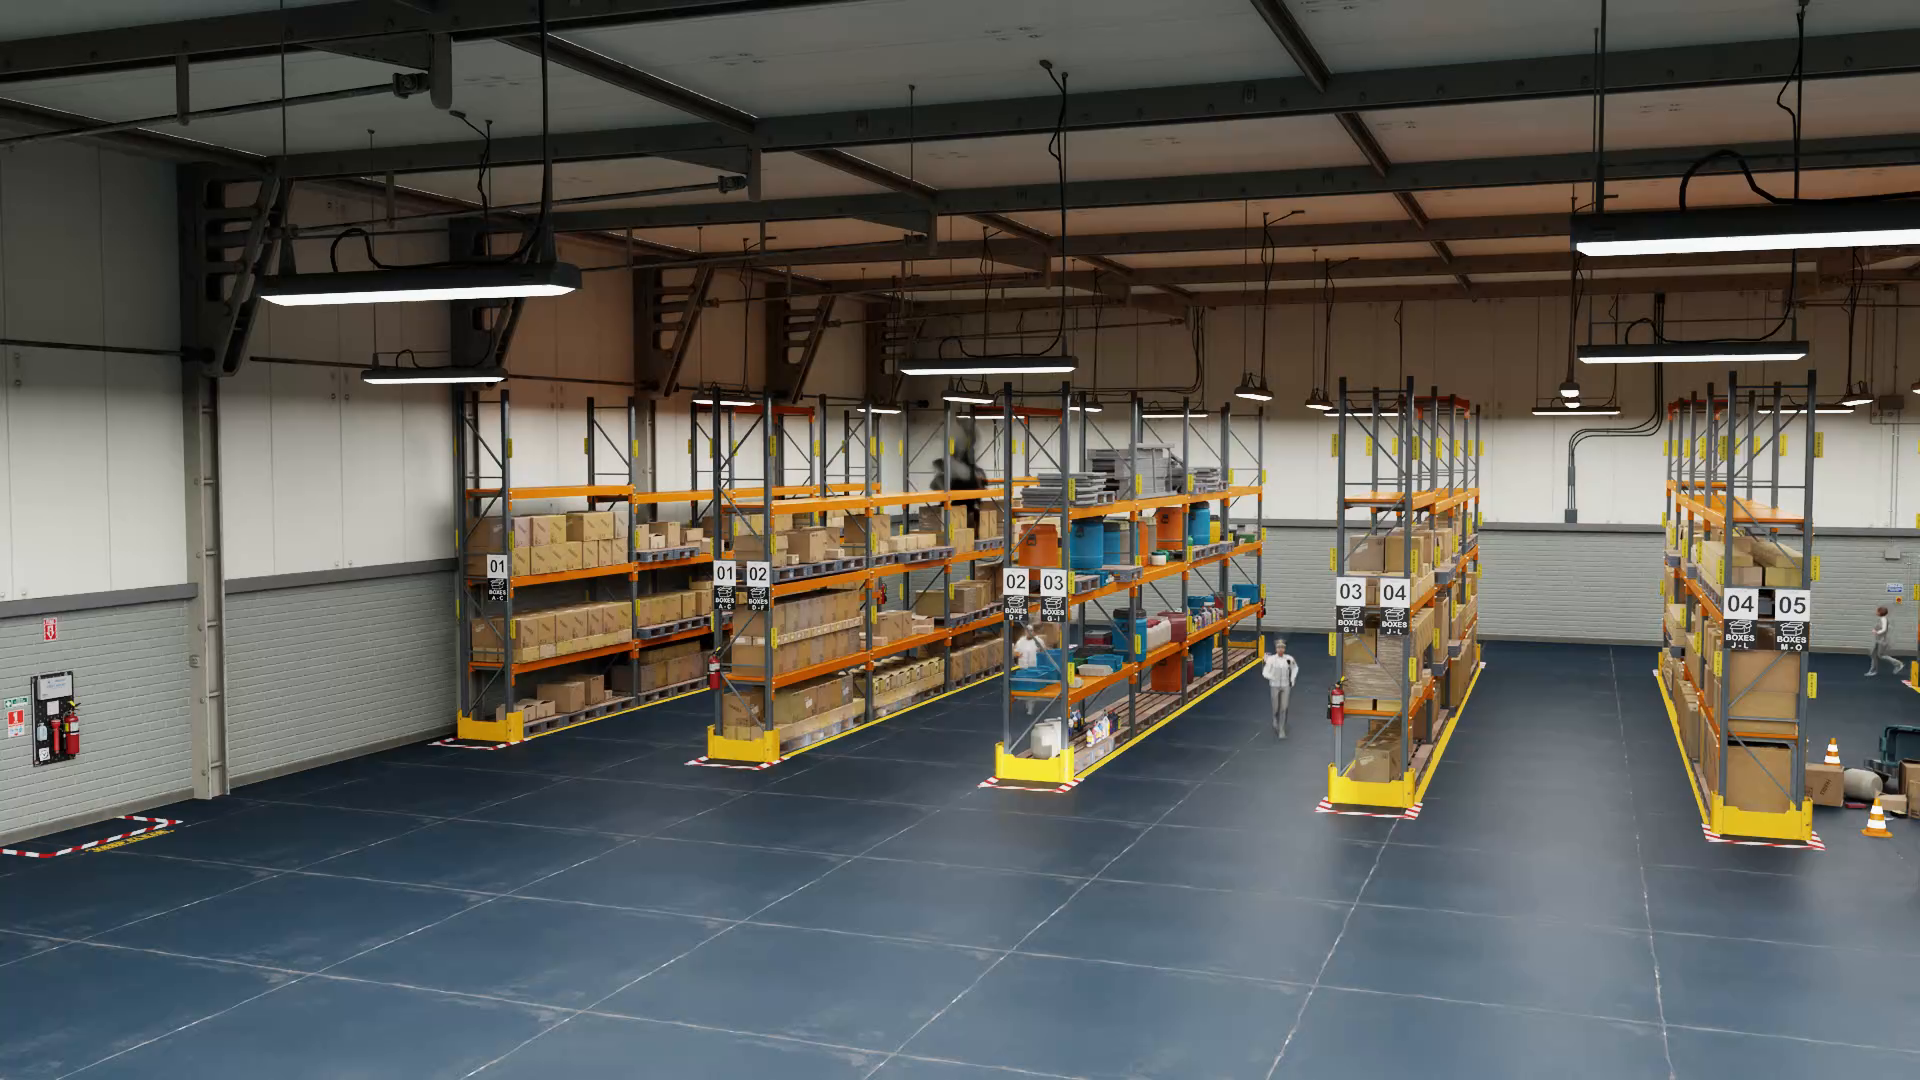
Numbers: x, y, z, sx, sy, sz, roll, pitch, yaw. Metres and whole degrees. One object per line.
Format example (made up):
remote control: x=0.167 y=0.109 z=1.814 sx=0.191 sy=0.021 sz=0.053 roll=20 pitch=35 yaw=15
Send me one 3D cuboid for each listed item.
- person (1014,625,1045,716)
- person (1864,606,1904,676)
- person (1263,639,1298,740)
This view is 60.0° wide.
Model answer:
person: x=1.311 y=2.438 z=31.474 sx=0.561 sy=1.695 sz=0.860 roll=1 pitch=3 yaw=12
person: x=20.235 y=2.235 z=36.390 sx=0.772 sy=1.577 sz=0.581 roll=2 pitch=4 yaw=27
person: x=5.572 y=2.561 z=28.897 sx=0.616 sy=1.692 sz=0.901 roll=0 pitch=3 yaw=7
